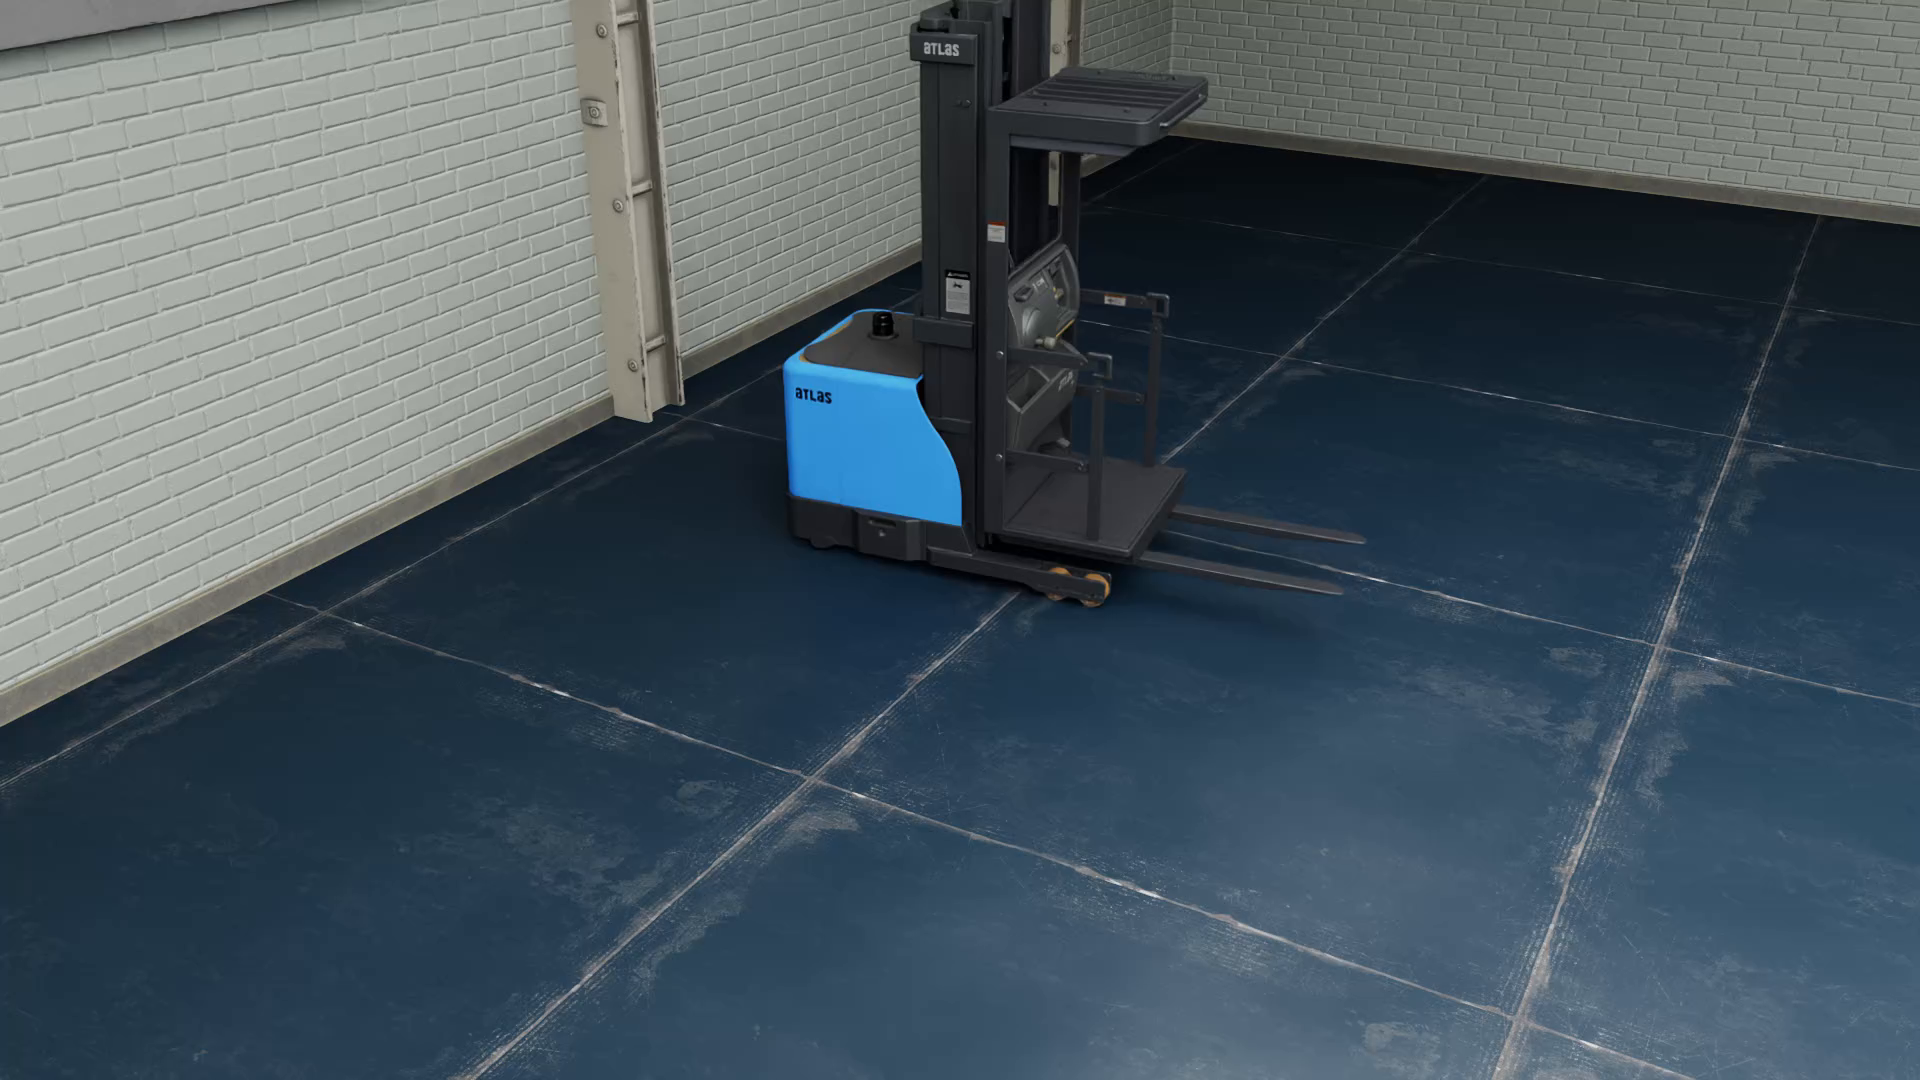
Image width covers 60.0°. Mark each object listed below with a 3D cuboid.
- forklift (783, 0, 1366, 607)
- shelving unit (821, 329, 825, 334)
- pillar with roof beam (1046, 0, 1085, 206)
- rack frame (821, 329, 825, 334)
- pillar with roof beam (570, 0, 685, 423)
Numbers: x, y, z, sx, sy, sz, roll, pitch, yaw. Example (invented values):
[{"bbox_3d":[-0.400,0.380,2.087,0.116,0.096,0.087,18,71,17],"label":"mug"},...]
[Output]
[{"bbox_3d":[0.616,-1.238,8.448,3.031,2.935,1.130,10,28,20],"label":"forklift"},{"bbox_3d":[-0.651,-0.833,9.909,0.210,0.900,0.258,19,32,33],"label":"shelving unit"},{"bbox_3d":[4.642,-6.282,11.746,9.100,9.000,0.400,14,30,26],"label":"pillar with roof beam"},{"bbox_3d":[-0.731,-0.861,9.965,0.006,0.900,0.240,19,32,33],"label":"rack frame"},{"bbox_3d":[1.691,-3.943,7.075,9.100,9.000,0.400,14,30,26],"label":"pillar with roof beam"}]
